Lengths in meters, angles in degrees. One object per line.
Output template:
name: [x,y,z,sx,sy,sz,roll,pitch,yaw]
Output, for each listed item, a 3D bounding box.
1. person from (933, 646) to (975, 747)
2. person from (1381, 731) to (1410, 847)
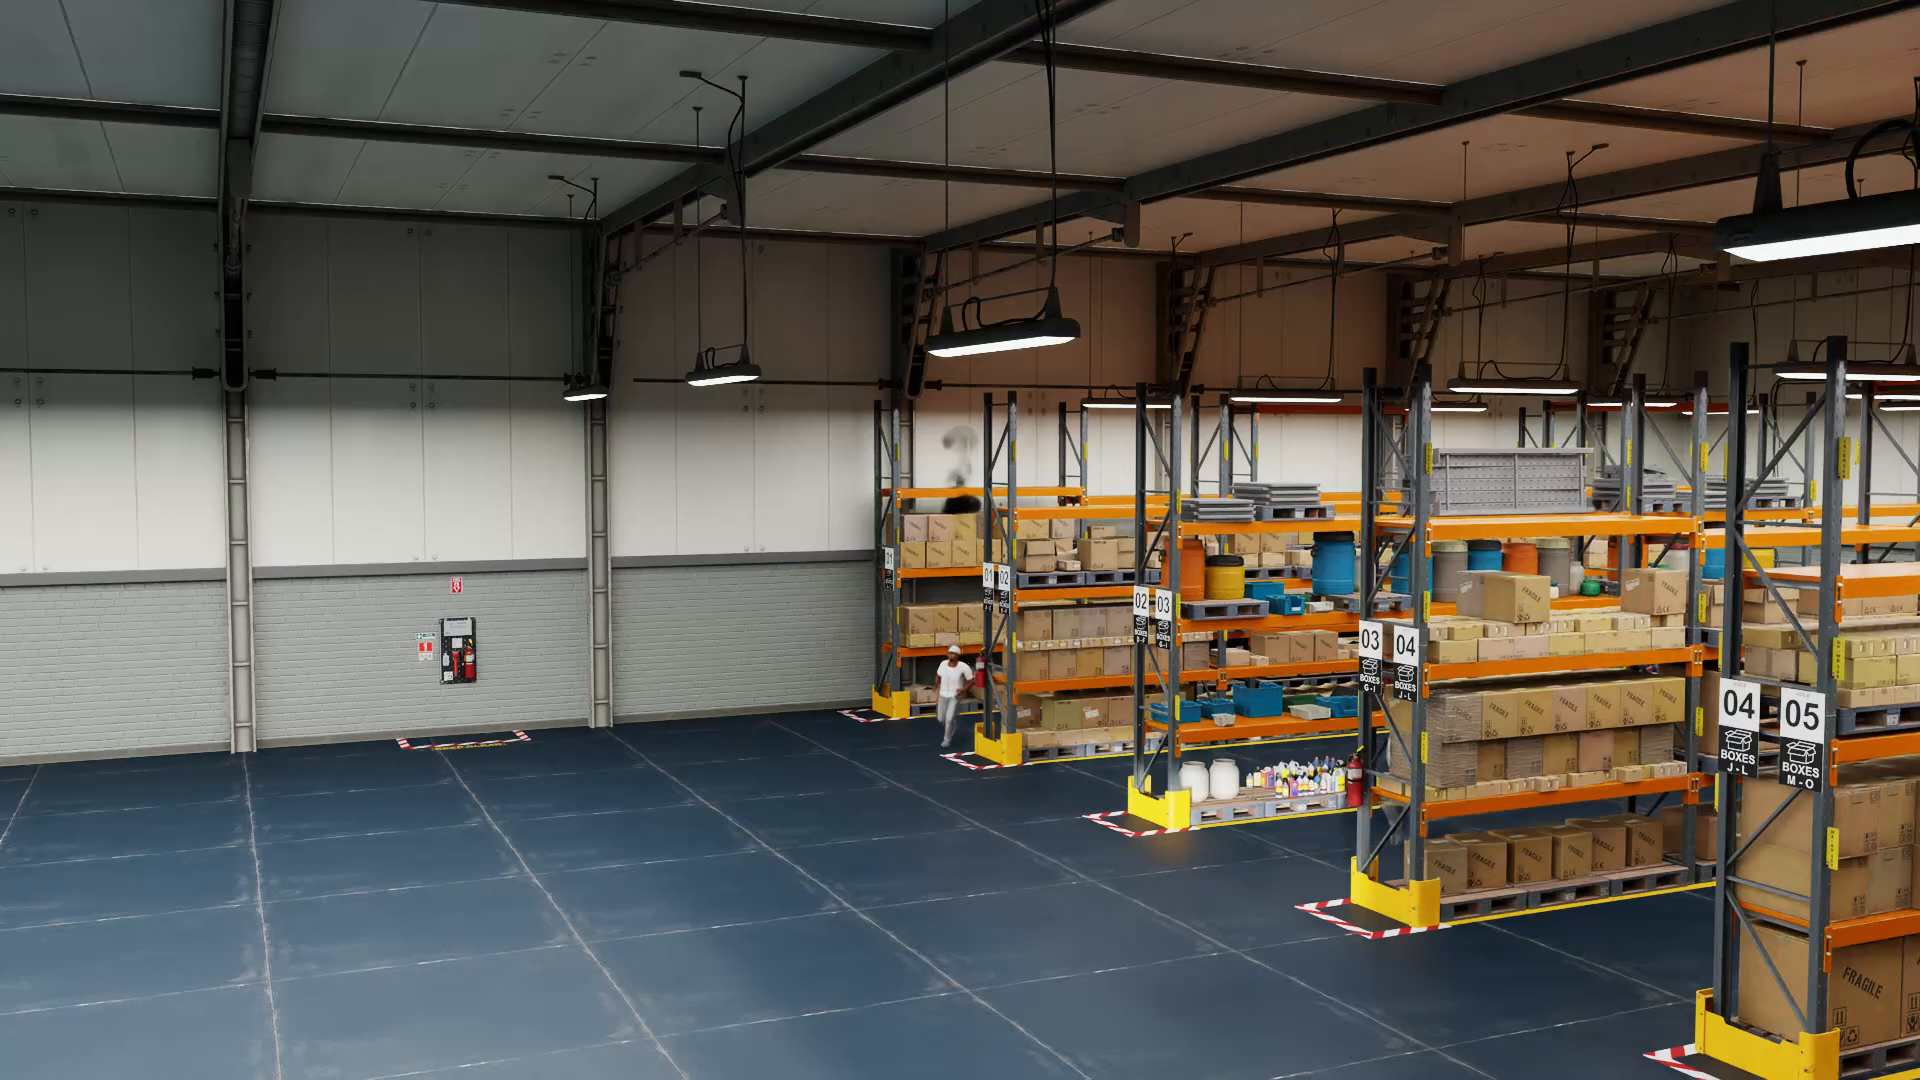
person: [-0.095,2.657,28.461,0.723,1.724,0.615,2,4,28]
person: [5.692,3.112,21.267,0.592,1.613,0.877,3,4,39]
